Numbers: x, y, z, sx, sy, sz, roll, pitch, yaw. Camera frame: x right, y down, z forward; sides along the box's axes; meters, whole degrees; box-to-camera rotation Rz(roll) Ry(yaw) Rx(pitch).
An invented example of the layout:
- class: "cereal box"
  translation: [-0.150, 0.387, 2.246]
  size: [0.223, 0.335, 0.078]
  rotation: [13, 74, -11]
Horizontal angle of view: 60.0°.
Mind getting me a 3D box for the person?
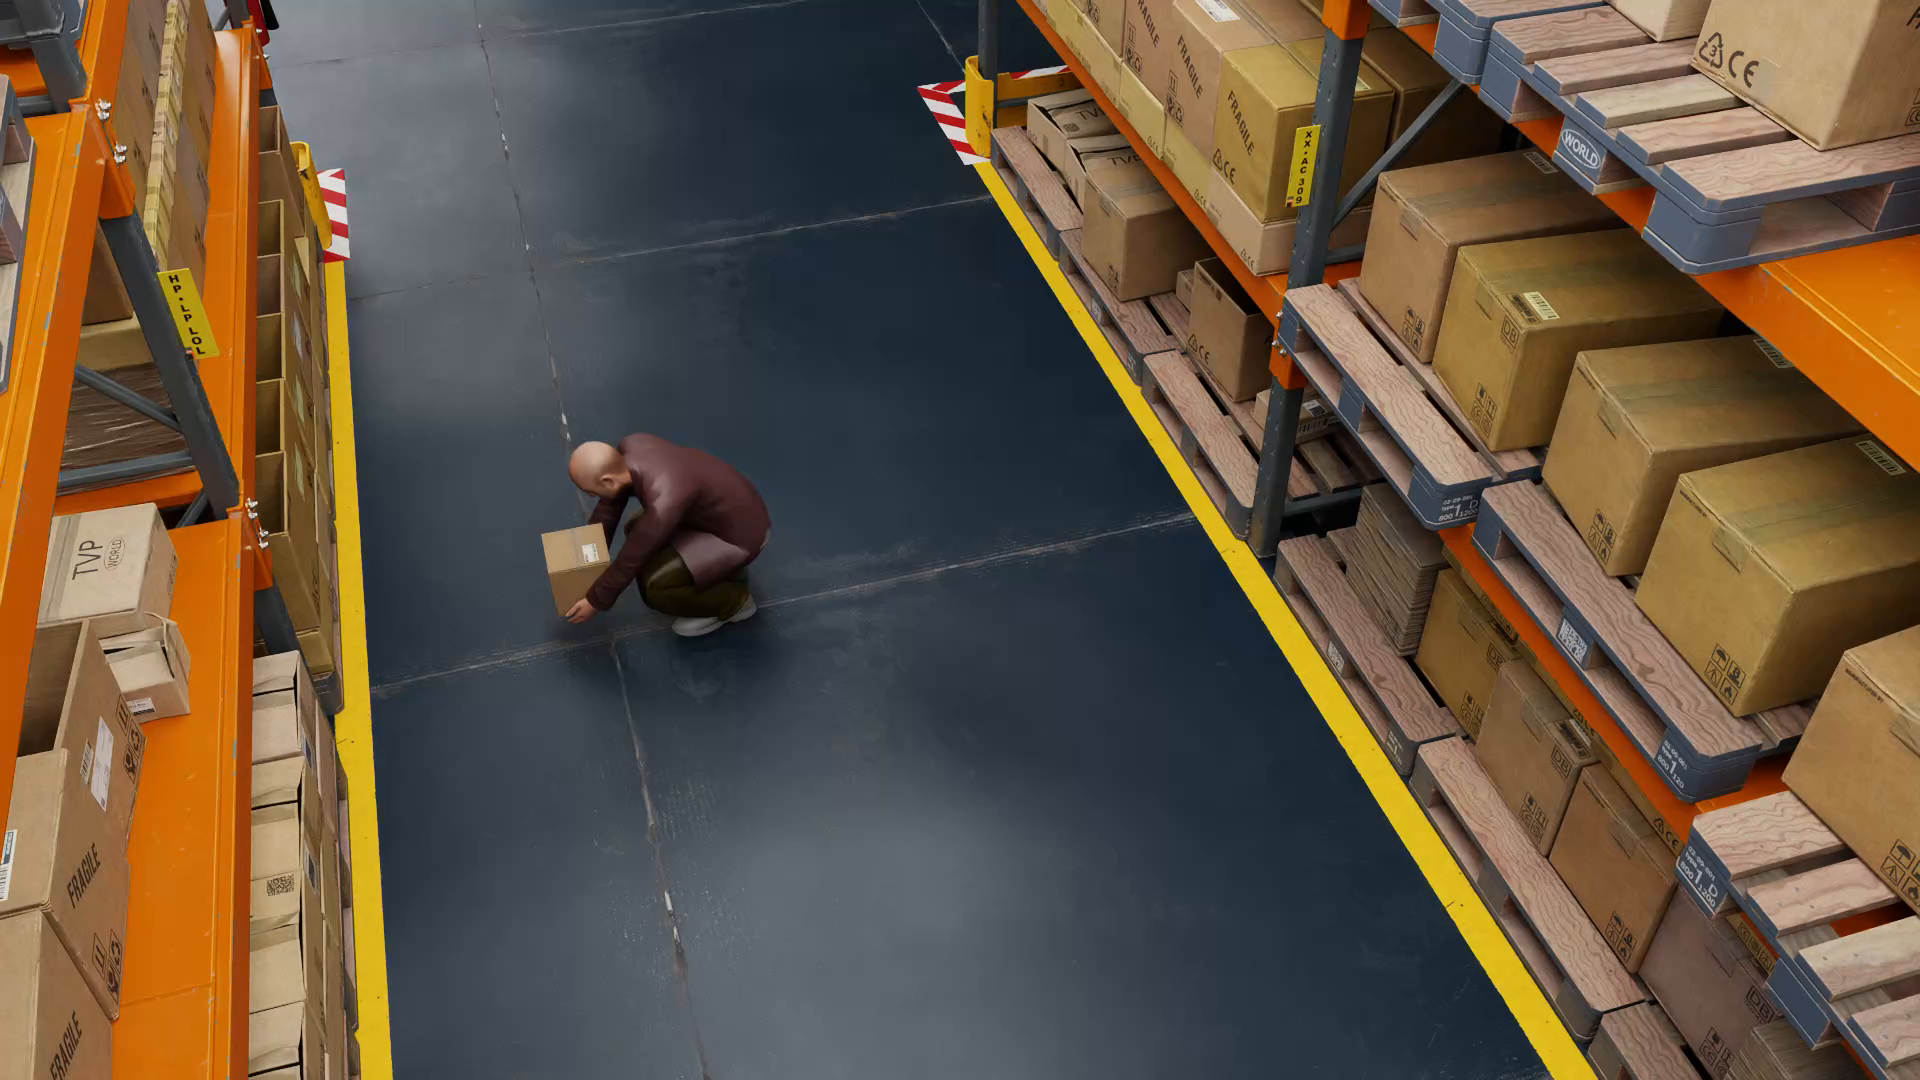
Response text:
- class: "person"
  translation: [-1.230, -0.065, 6.849]
  size: [0.905, 0.980, 0.599]
  rotation: [-12, 43, -13]
